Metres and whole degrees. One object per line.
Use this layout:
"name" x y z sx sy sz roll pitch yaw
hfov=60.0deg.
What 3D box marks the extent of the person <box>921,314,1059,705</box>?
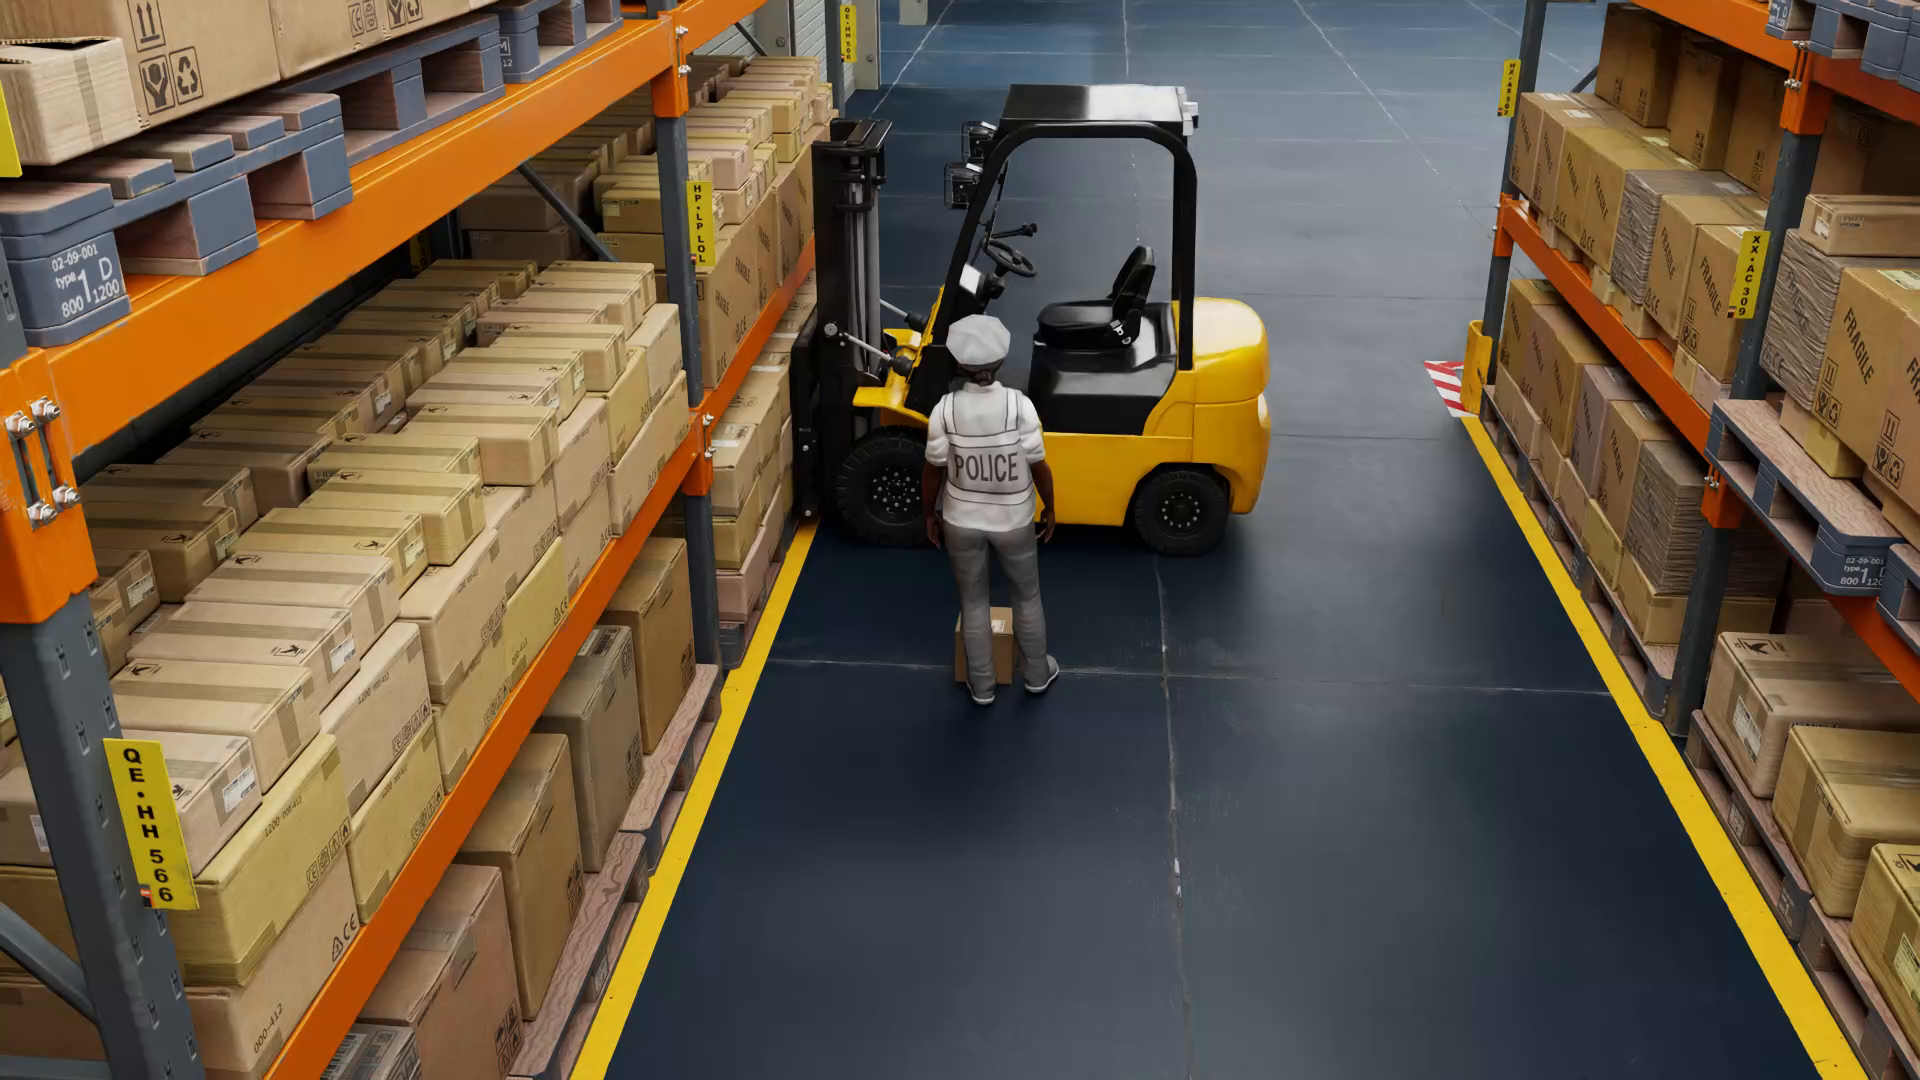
"person" 0.135 -0.119 6.802 0.570 1.696 0.529 2 25 4
